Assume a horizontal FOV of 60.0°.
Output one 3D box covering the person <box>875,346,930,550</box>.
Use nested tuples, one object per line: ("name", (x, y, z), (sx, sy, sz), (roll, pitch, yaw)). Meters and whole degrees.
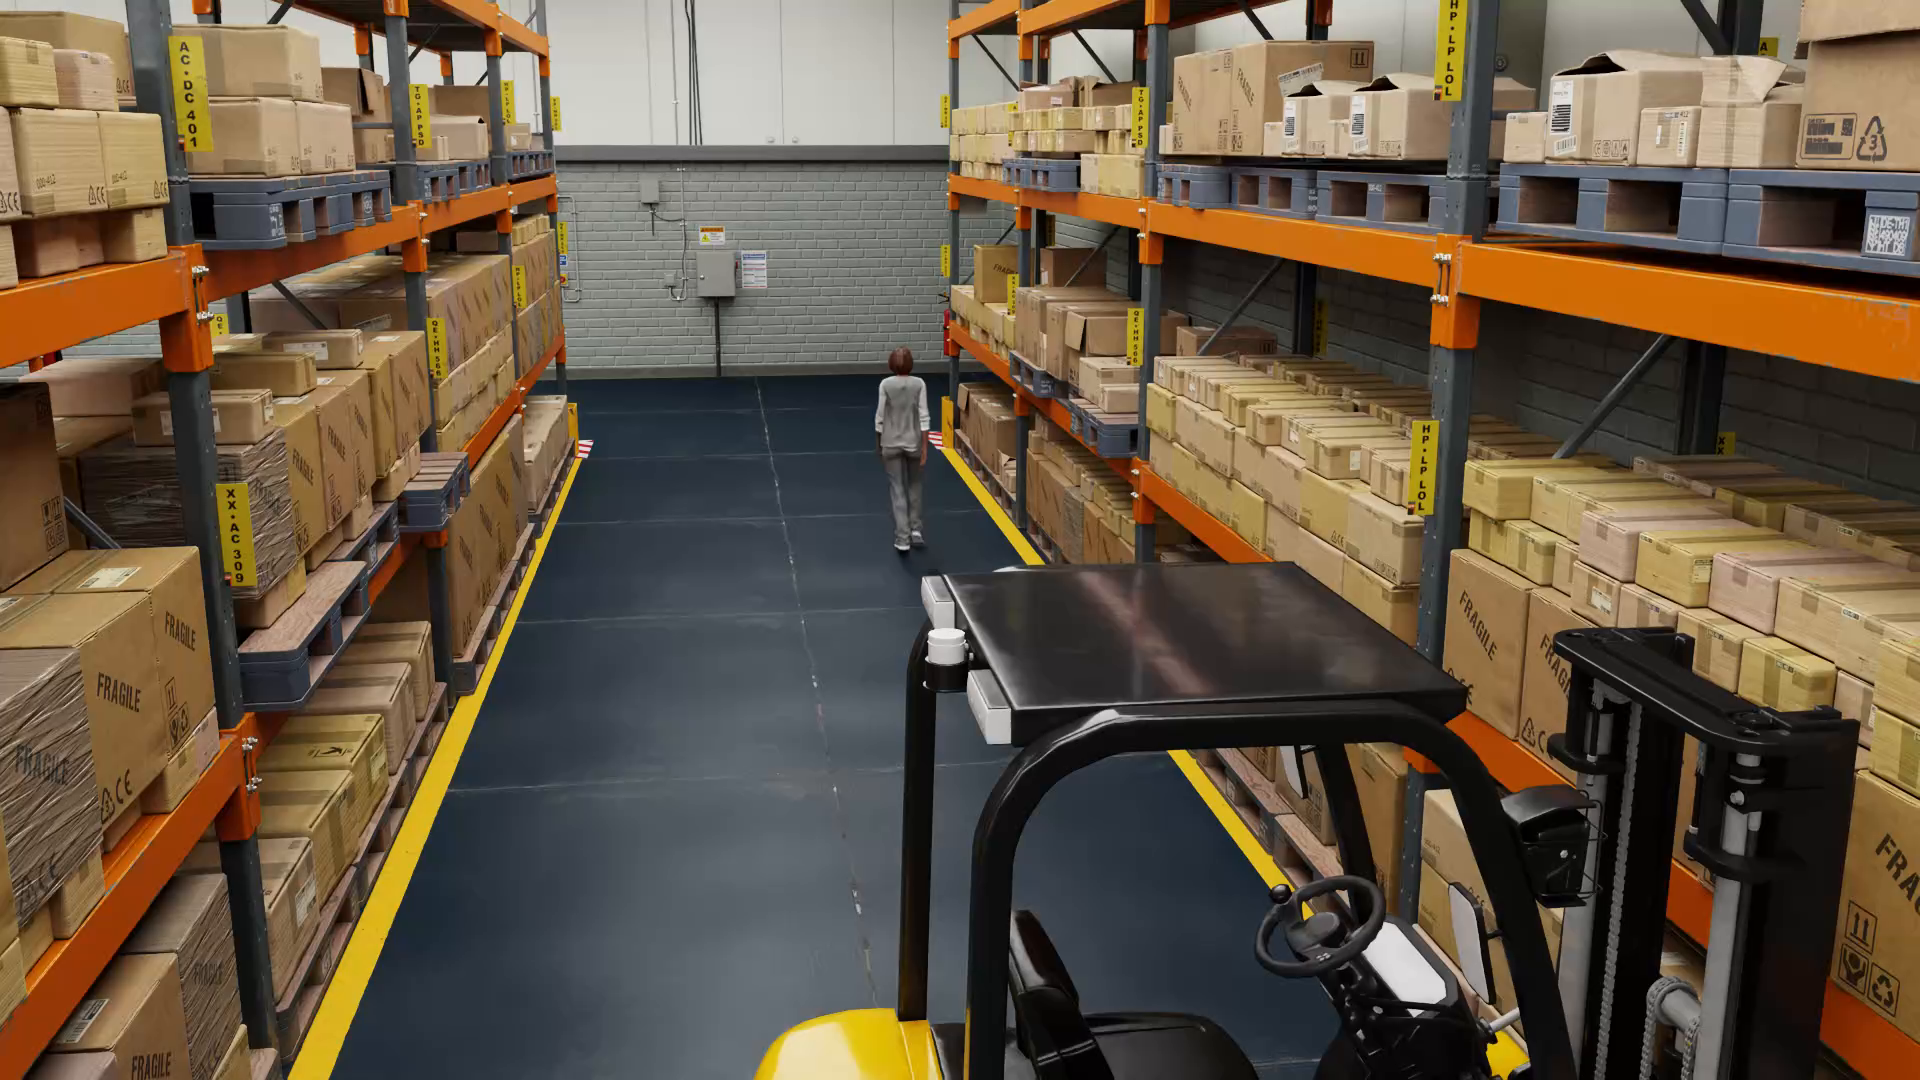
("person", (-0.452, -0.700, 12.990), (0.414, 1.648, 0.576), (-2, 14, -9))
